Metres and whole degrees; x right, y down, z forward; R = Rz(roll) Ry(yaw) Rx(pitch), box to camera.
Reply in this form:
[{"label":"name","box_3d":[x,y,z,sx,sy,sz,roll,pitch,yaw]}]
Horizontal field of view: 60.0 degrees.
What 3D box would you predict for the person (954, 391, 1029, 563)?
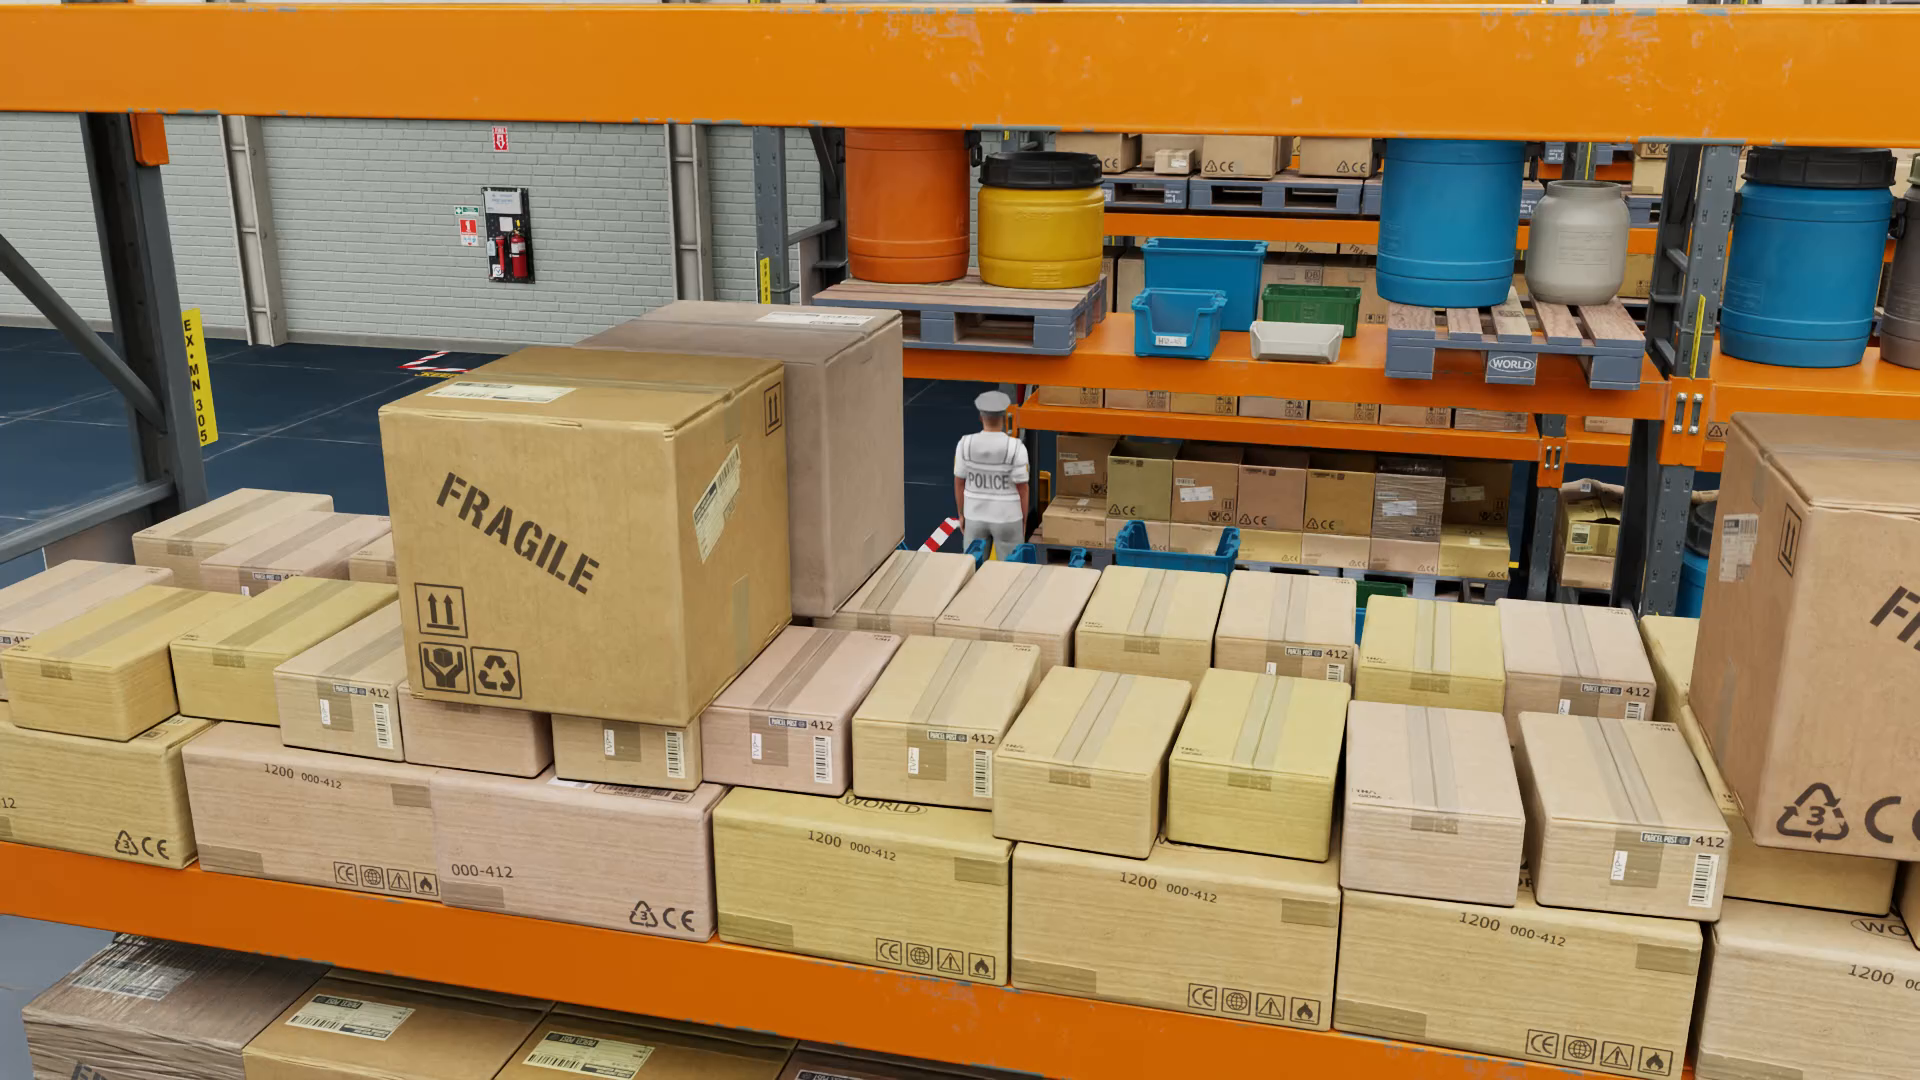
[{"label":"person","box_3d":[0.227,-0.144,11.497,0.528,1.791,0.394,5,19,15]}]
